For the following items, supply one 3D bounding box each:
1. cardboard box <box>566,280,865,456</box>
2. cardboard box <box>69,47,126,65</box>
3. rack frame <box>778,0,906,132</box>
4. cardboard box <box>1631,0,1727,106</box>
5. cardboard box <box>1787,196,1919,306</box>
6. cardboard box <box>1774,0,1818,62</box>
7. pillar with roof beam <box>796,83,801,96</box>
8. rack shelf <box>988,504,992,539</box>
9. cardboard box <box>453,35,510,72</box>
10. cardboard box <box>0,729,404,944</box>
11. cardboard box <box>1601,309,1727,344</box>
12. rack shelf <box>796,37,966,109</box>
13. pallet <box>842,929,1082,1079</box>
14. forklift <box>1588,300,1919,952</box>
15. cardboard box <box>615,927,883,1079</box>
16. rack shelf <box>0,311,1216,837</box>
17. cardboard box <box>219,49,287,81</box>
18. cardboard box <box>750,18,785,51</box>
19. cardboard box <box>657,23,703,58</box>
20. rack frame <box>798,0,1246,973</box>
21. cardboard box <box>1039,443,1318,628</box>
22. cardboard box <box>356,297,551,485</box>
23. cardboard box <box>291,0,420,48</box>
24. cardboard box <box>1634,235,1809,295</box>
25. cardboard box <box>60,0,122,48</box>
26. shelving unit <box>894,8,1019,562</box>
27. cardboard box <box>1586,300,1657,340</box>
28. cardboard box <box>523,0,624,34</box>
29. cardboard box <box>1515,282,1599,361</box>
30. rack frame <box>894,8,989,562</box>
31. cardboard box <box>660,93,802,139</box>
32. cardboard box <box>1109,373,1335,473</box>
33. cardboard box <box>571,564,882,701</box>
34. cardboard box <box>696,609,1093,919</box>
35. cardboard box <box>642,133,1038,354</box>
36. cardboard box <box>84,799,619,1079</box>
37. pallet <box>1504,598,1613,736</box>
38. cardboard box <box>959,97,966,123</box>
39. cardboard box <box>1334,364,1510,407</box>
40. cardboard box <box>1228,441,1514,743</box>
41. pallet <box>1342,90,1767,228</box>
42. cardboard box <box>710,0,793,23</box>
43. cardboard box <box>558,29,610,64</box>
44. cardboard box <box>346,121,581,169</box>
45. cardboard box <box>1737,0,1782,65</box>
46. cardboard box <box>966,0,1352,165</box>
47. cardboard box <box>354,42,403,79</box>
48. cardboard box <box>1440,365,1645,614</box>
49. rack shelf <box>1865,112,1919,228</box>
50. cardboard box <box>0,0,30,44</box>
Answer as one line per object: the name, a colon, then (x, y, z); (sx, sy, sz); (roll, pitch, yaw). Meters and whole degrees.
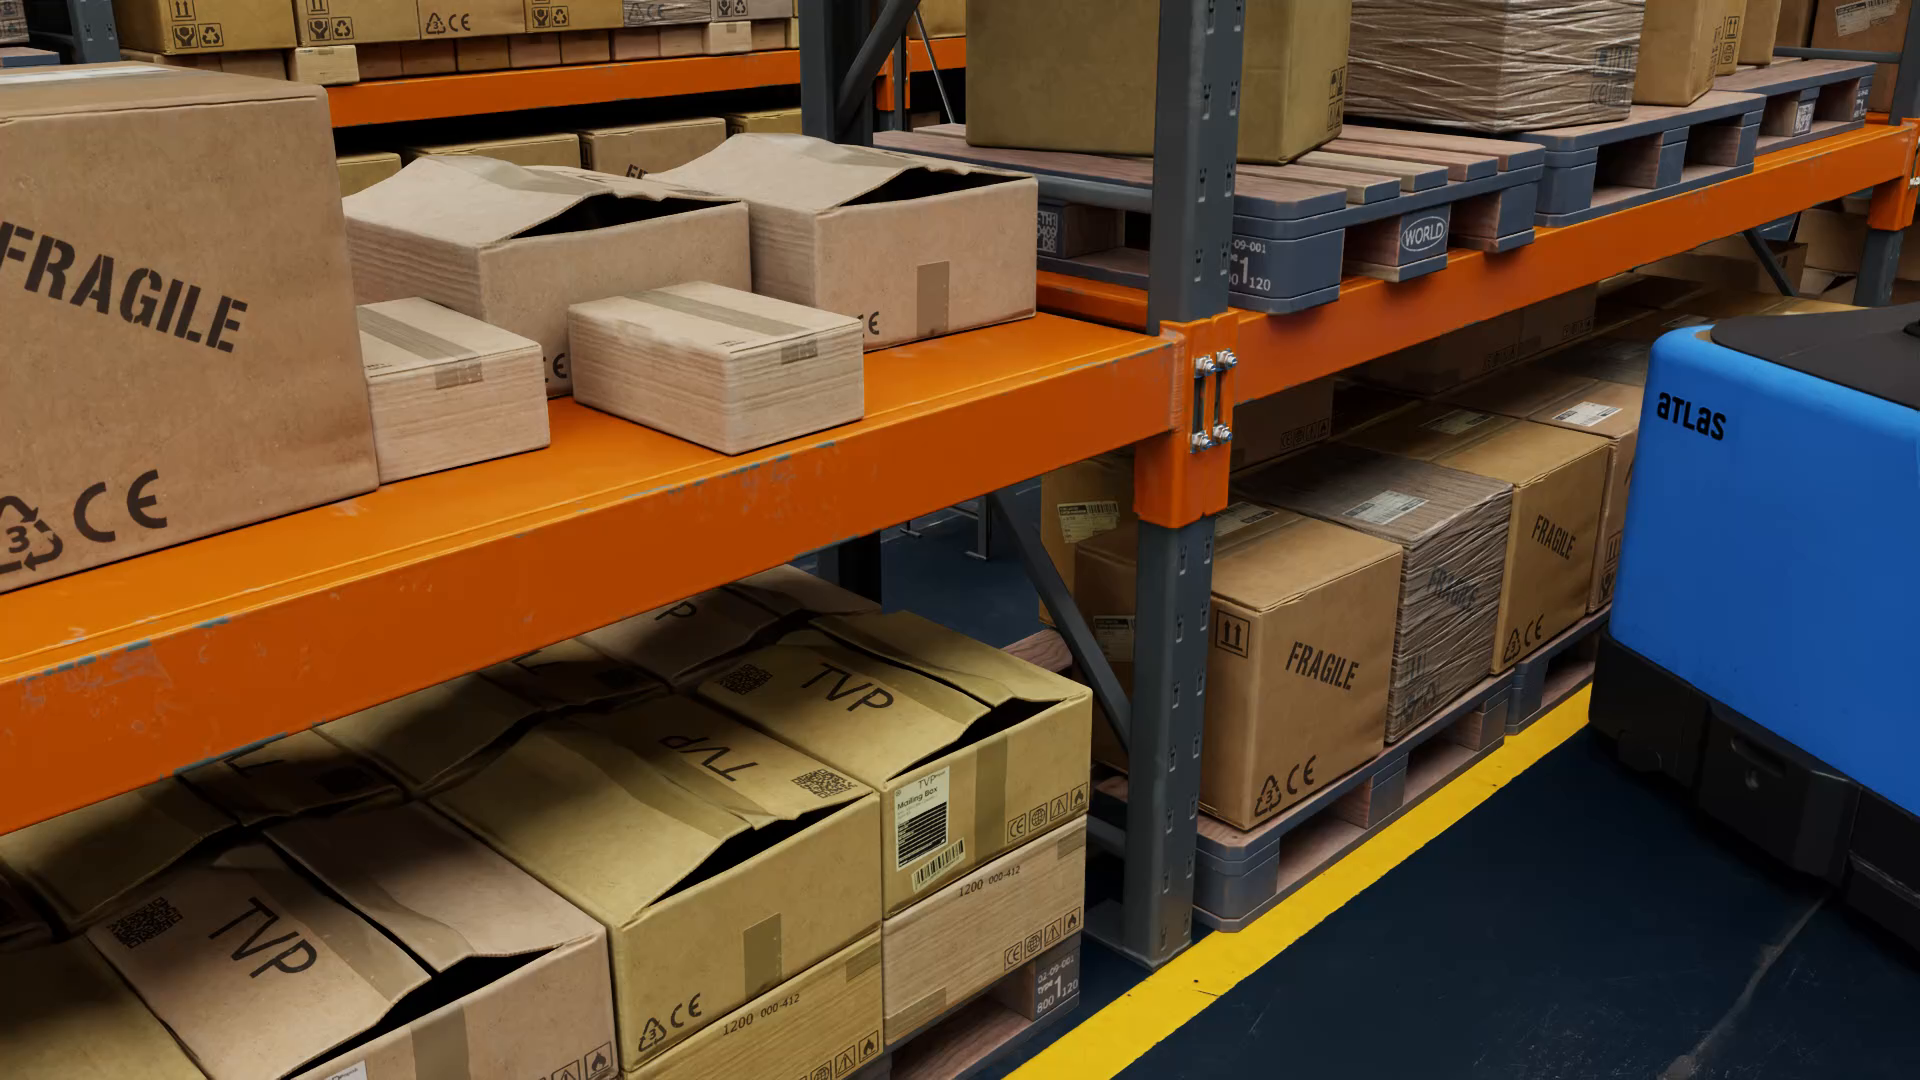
cardboard box: (-0.356, -0.258, 2.416); (0.380, 0.149, 0.250); (19, 28, 41)
cardboard box: (-3.435, -1.955, 6.801); (0.250, 0.149, 0.380); (-20, 28, -41)
rack frame: (-0.688, -2.943, 9.050); (1.000, 3.000, 0.127); (19, 28, 41)
cardboard box: (1.675, -1.477, 4.512); (0.700, 0.500, 0.500); (12, 24, 27)
cardboard box: (4.170, -1.228, 7.456); (0.797, 0.503, 0.637); (19, 28, 41)
cardboard box: (3.028, -1.943, 6.311); (0.500, 0.500, 0.500); (-20, 28, -41)
pillar with roof beam: (2.265, -5.062, 6.202); (9.100, 9.000, 0.400); (19, 28, 41)
rack shelf: (0.115, -0.357, 5.565); (0.431, 0.518, 0.480); (19, 28, 41)
cardboard box: (-2.206, -2.171, 7.365); (0.250, 0.149, 0.380); (-20, 28, -41)
cardboard box: (-1.221, 0.479, 2.614); (0.500, 0.311, 0.500); (18, 28, 39)
cardboard box: (2.374, -0.419, 5.355); (0.500, 0.500, 0.500); (19, 28, 41)
rack shelf: (0.707, -3.121, 10.517); (1.077, 0.370, 4.000); (19, 28, 41)
pallet: (-0.529, 0.828, 3.127); (1.003, 0.211, 1.213); (19, 28, 41)
forklift: (2.546, -0.413, 2.565); (1.130, 2.935, 3.031); (-7, 22, -18)
cardboard box: (-0.476, 0.741, 2.712); (0.500, 0.250, 0.500); (19, 28, 40)
rack shelf: (-1.322, 0.174, 1.943); (1.077, 0.370, 4.000); (19, 28, 41)
cardboard box: (-2.901, -1.896, 6.649); (0.250, 0.149, 0.380); (-20, 29, -41)
cardboard box: (-1.093, -2.551, 8.353); (0.250, 0.149, 0.380); (-19, 28, -40)
cardboard box: (-1.454, -2.422, 8.018); (0.380, 0.149, 0.250); (19, 28, 41)
rack frame: (0.073, -0.676, 3.152); (1.000, 3.000, 0.127); (19, 28, 41)
cardboard box: (0.557, -0.014, 4.300); (0.500, 0.500, 0.500); (-19, 28, -40)
cardboard box: (-0.776, -0.217, 2.307); (0.250, 0.149, 0.380); (-18, 27, -38)
cardboard box: (-2.584, -2.303, 6.803); (0.500, 0.500, 0.500); (-19, 28, -40)
cardboard box: (3.058, -0.960, 6.762); (0.500, 0.500, 0.500); (19, 28, 41)
cardboard box: (-3.338, -2.297, 6.788); (0.500, 0.500, 0.500); (19, 28, 41)
shelving unit: (0.115, -1.023, 5.309); (0.431, 2.100, 0.503); (19, 28, 41)
cardboard box: (1.987, -0.539, 5.668); (0.500, 0.500, 0.500); (-20, 28, -41)
cardboard box: (-1.880, -2.566, 7.487); (0.500, 0.500, 0.500); (-19, 28, -41)
cardboard box: (1.654, -0.772, 5.228); (0.500, 0.250, 0.500); (19, 28, 41)
rack frame: (-0.055, -0.960, 5.145); (0.400, 2.100, 0.015); (19, 28, 41)
cardboard box: (-1.049, -1.936, 8.841); (0.750, 0.750, 0.750); (20, 28, 41)
cardboard box: (0.594, -0.379, 4.206); (0.500, 0.250, 0.500); (-19, 28, -40)
cardboard box: (-0.503, 0.211, 3.310); (0.500, 0.311, 0.500); (-19, 28, -40)
cardboard box: (-0.116, 0.346, 2.959); (0.500, 0.311, 0.500); (-19, 28, -41)
cardboard box: (-0.212, -0.552, 2.953); (0.500, 0.311, 0.500); (-18, 27, -39)
cardboard box: (-0.828, 0.610, 2.271); (0.500, 0.311, 0.500); (19, 28, 40)
pallet: (1.472, 0.131, 4.939); (1.003, 0.211, 1.213); (19, 28, 41)
cardboard box: (0.213, -2.658, 10.303); (0.380, 0.149, 0.250); (18, 27, 39)
cardboard box: (1.280, -0.283, 5.001); (0.500, 0.500, 0.500); (18, 27, 39)
cardboard box: (0.957, 0.104, 3.994); (0.500, 0.500, 0.500); (18, 27, 39)
pallet: (1.426, -1.087, 4.490); (1.003, 0.211, 1.213); (19, 28, 41)
cardboard box: (-1.179, -2.822, 8.155); (0.500, 0.500, 0.500); (20, 28, 41)
cardboard box: (-1.833, -2.296, 7.690); (0.250, 0.149, 0.380); (-19, 28, -40)
cardboard box: (-2.256, -1.487, 7.674); (0.750, 0.750, 0.750); (19, 28, 40)
cardboard box: (2.373, -1.881, 5.563); (0.700, 0.500, 0.500); (9, 23, 23)
cardboard box: (0.432, -1.109, 3.553); (0.700, 0.500, 0.500); (9, 23, 23)
cardboard box: (-2.568, -2.039, 7.020); (0.380, 0.149, 0.250); (19, 28, 40)
cardboard box: (1.670, -0.159, 4.678); (0.500, 0.500, 0.500); (18, 27, 39)
rack shelf: (4.259, -1.882, 7.294); (1.077, 0.370, 4.000); (19, 28, 41)
cardboard box: (-3.799, -2.043, 5.957); (0.700, 0.500, 0.500); (15, 26, 35)
